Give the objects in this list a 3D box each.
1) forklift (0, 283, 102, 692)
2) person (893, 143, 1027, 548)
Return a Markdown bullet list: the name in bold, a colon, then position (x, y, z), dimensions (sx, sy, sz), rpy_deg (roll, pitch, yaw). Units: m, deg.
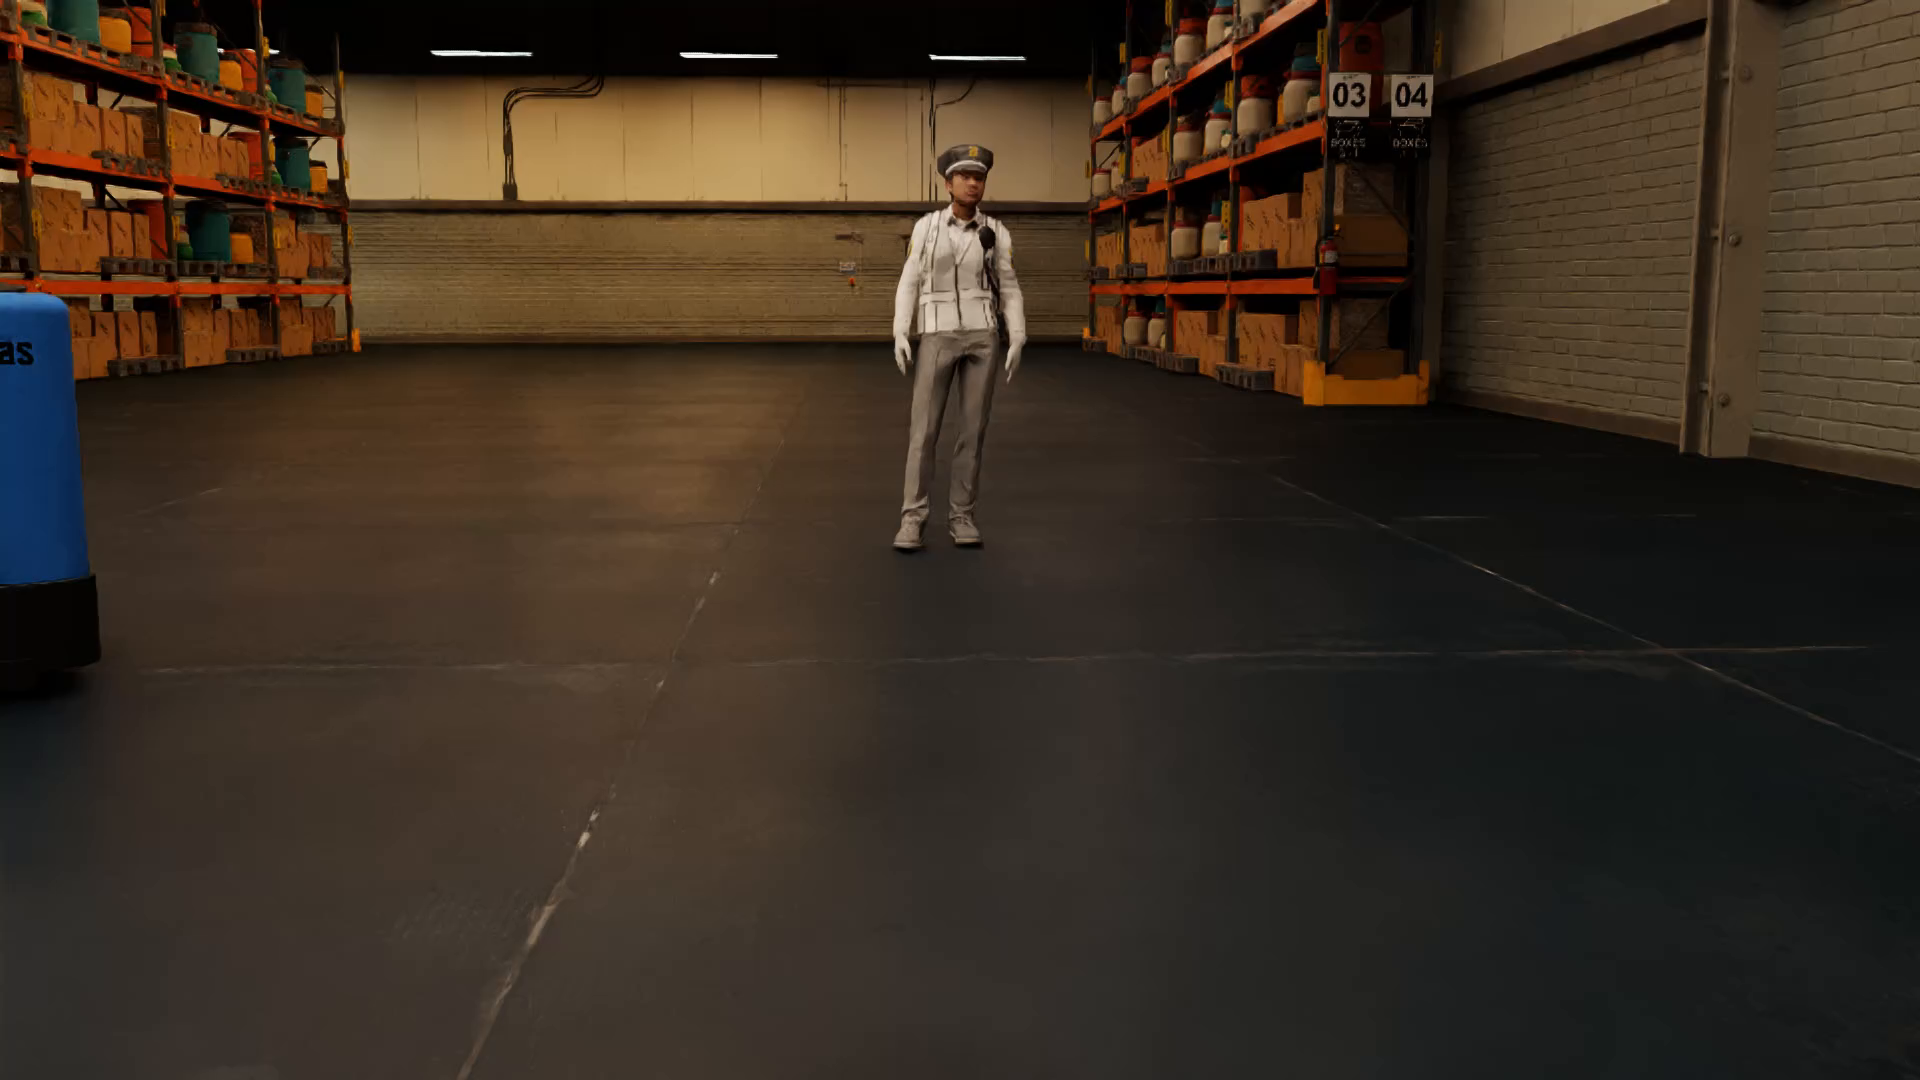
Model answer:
- **forklift**: position (-3.804, -0.952, 3.739), dimensions (3.031, 2.935, 1.130), rpy_deg (-8, 11, -41)
- **person**: position (-0.003, -0.836, 7.117), dimensions (0.586, 1.695, 0.532), rpy_deg (-1, 8, -4)
